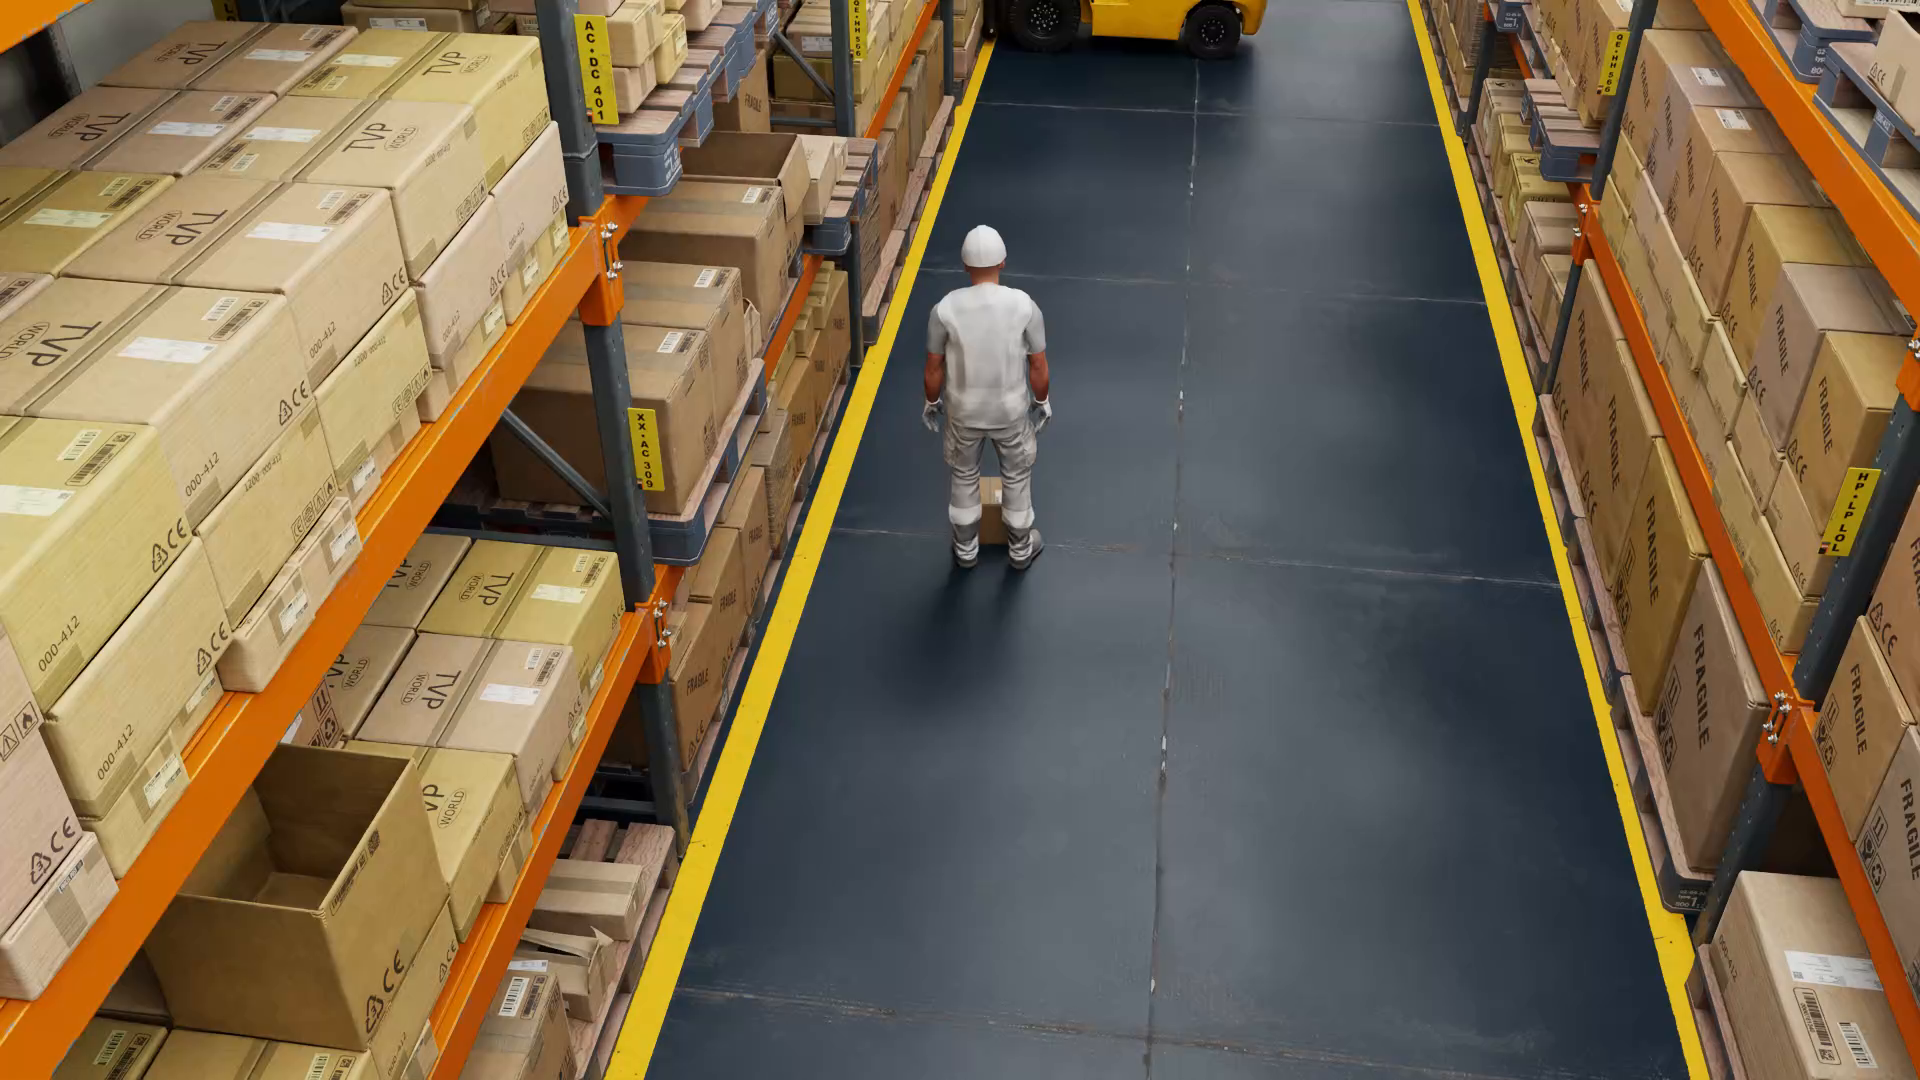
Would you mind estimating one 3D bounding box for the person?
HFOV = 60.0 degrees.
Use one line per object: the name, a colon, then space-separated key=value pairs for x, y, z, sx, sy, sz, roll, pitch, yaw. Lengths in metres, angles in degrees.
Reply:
person: x=0.128 y=-0.640 z=7.915 sx=0.617 sy=1.778 sz=0.453 roll=2 pitch=36 yaw=2
